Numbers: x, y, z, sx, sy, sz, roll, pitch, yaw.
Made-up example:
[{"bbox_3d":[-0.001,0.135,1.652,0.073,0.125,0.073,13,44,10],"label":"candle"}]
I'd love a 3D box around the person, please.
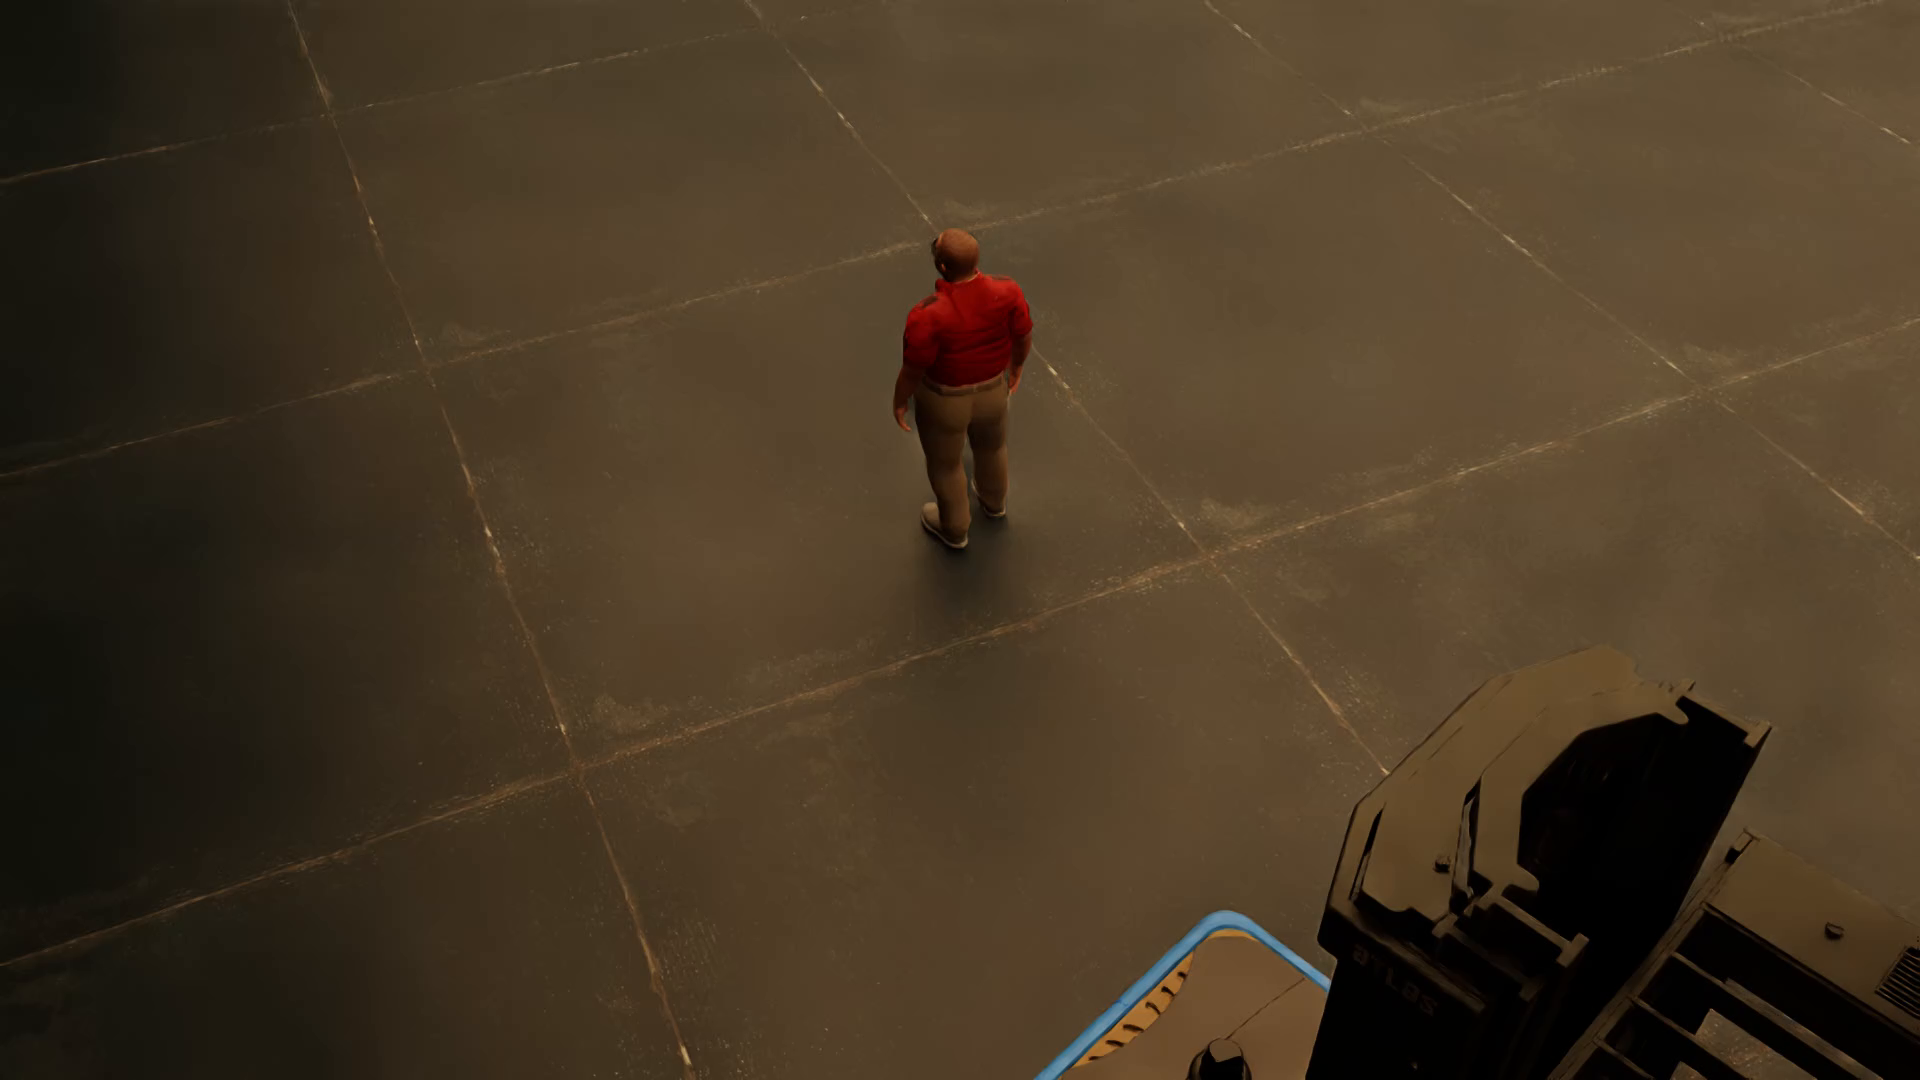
[{"bbox_3d":[-0.027,-0.672,7.320,0.640,1.659,0.550,-18,46,-18],"label":"person"}]

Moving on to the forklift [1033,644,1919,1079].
[{"bbox_3d":[1.509,1.764,3.790,1.130,2.935,3.031,-34,53,-31],"label":"forklift"}]
